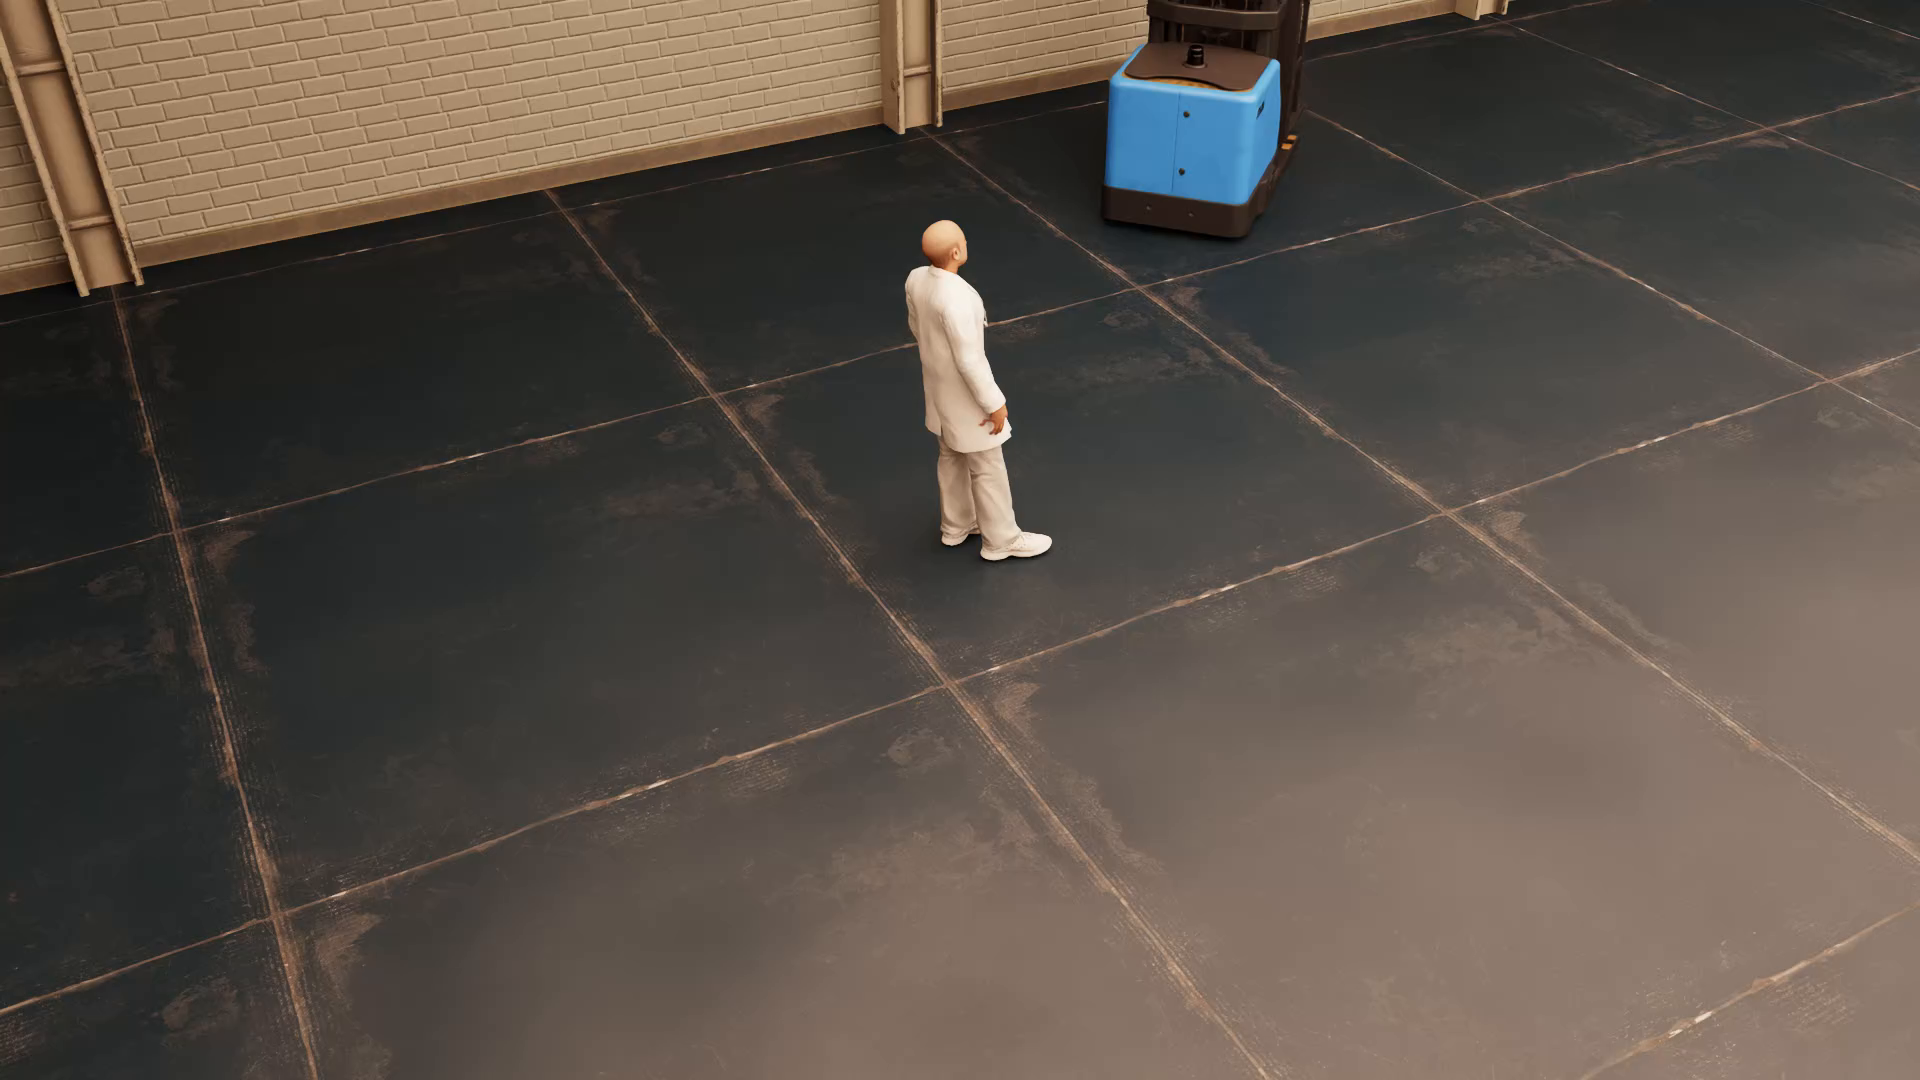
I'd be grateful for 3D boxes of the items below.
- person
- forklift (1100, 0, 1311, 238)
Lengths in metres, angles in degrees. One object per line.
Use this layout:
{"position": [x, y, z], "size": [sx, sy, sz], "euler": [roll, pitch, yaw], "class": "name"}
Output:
{"position": [0.083, -0.755, 8.177], "size": [0.578, 1.778, 0.696], "euler": [-17, 39, -23], "class": "person"}
{"position": [1.992, -4.132, 11.968], "size": [1.130, 2.935, 3.031], "euler": [12, 37, 17], "class": "forklift"}
